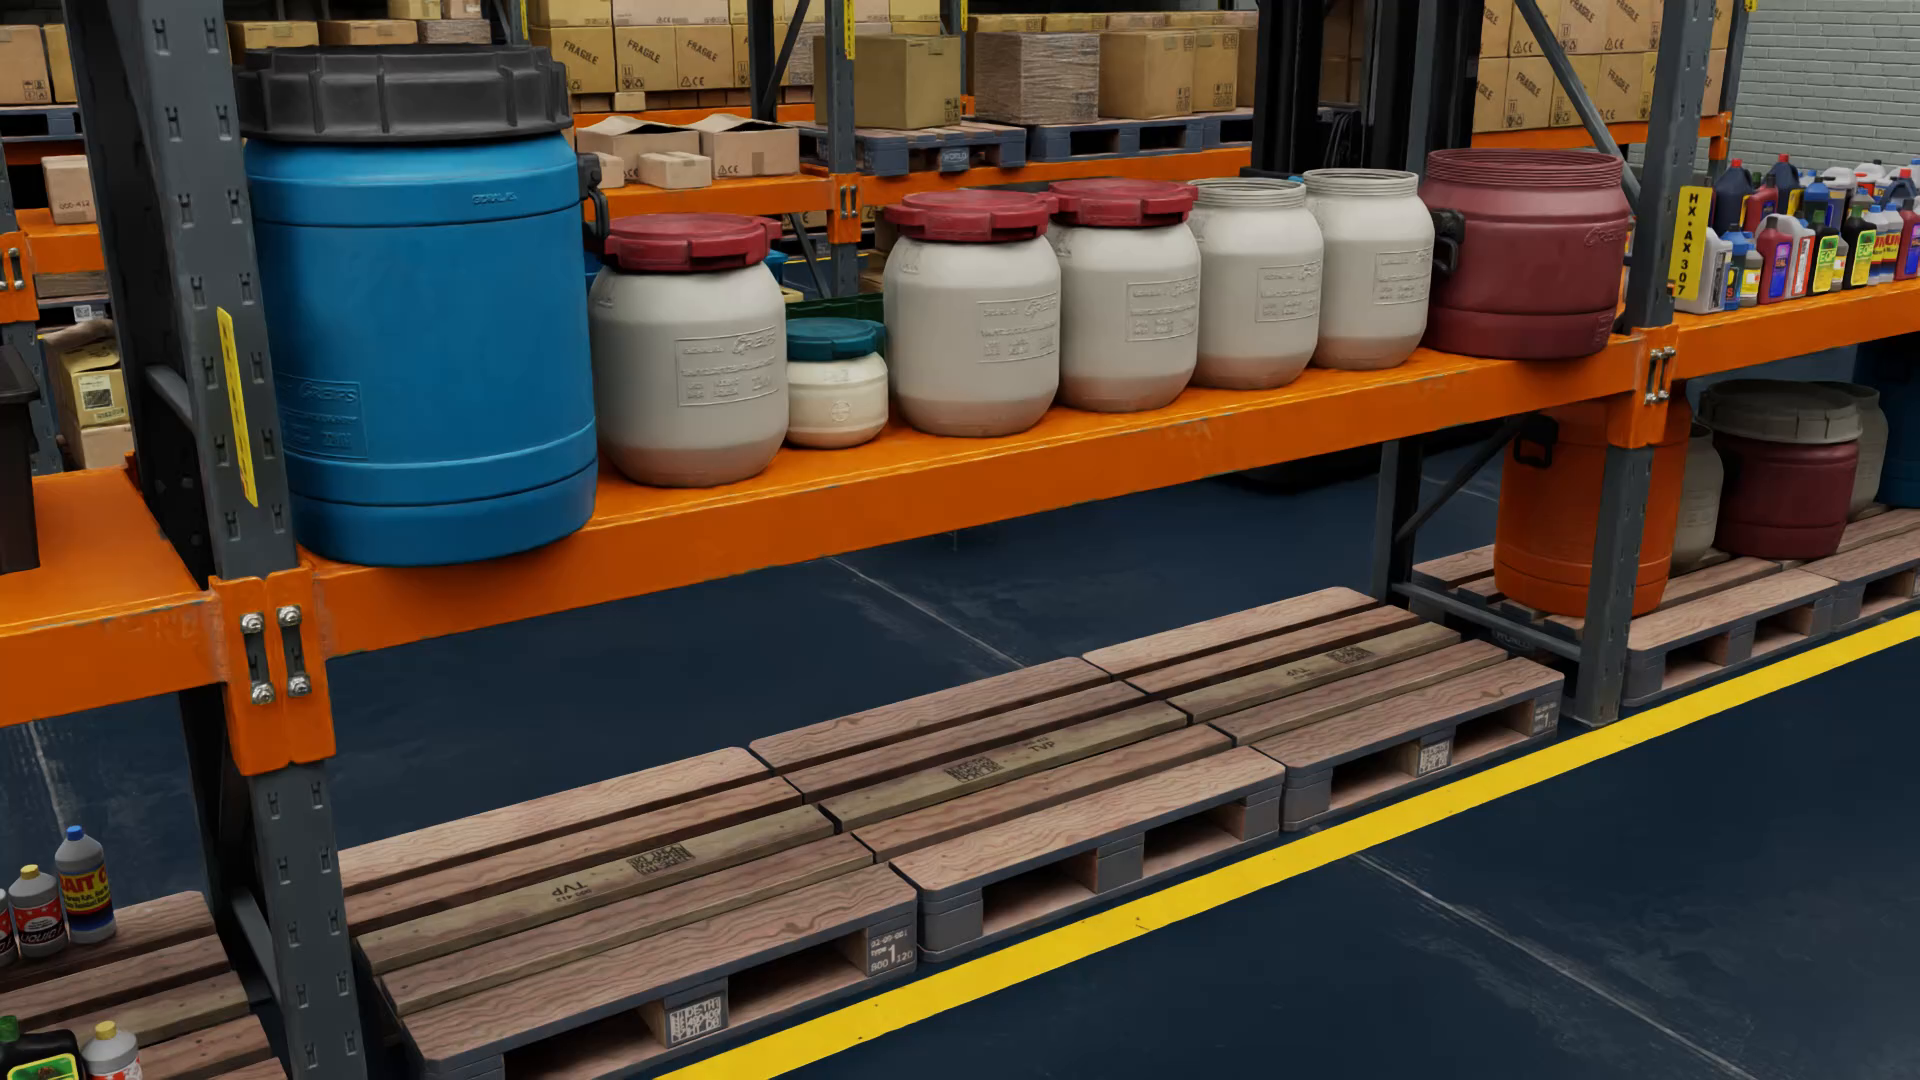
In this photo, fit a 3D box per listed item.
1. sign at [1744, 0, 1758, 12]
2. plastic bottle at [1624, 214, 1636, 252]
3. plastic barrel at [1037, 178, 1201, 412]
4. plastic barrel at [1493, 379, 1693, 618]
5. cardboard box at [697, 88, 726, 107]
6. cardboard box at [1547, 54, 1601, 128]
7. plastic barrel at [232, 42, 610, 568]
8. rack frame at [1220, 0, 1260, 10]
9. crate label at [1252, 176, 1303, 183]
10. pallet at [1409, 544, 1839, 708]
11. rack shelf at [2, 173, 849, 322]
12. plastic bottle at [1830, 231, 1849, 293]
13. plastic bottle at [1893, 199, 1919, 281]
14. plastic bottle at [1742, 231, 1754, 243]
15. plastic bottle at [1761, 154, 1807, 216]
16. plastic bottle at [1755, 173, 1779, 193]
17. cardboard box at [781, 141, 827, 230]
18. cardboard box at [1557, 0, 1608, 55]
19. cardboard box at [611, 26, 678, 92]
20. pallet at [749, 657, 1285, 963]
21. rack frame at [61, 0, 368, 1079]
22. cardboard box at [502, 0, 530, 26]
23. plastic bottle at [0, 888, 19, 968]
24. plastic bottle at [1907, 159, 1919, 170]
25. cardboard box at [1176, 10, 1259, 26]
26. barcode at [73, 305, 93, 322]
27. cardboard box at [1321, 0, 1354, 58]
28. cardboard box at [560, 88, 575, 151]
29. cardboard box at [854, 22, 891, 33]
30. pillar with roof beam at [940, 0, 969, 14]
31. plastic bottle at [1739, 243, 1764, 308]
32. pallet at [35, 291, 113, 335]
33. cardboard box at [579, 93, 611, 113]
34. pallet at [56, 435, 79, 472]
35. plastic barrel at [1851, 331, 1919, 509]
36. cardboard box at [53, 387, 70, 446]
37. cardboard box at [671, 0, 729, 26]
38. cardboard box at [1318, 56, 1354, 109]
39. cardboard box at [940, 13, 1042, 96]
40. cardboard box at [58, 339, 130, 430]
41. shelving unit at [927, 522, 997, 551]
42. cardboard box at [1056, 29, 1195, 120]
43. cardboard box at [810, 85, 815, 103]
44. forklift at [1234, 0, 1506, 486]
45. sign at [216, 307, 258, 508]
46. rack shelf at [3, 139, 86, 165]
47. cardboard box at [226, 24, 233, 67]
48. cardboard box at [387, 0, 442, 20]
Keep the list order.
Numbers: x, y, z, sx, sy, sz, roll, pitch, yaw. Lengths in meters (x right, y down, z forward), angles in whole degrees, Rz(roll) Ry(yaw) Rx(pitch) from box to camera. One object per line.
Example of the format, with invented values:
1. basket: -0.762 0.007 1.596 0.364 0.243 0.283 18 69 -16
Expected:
1. sign: 6.086 -4.225 12.757 0.005 0.325 0.100 -12 22 -31
2. plastic bottle: 2.484 -1.143 6.252 0.097 0.201 0.097 0 19 0
3. plastic barrel: 0.390 -0.619 4.180 0.433 0.535 0.433 0 19 0
4. plastic barrel: 2.237 -0.206 5.902 0.708 0.830 0.600 -12 22 -31
5. cardboard box: -2.150 -3.715 13.910 0.250 0.149 0.380 -12 22 -31
6. cardboard box: 4.301 -3.307 12.187 0.500 0.500 0.500 -12 22 -32
7. plastic barrel: -1.014 -0.464 3.151 0.708 0.901 0.600 -12 22 -31
8. rack frame: 3.070 -5.003 17.360 0.127 3.000 1.000 -12 22 -31
9. crate label: 0.859 -0.858 5.044 0.616 0.435 0.502 -12 22 -31
10. pallet: 2.473 0.227 6.244 1.213 0.211 1.003 -12 22 -31
11. rack shelf: -2.554 -1.577 8.348 4.000 0.370 1.077 -12 22 -31
12. plastic bottle: 2.986 -0.958 5.704 0.097 0.201 0.097 0 19 0
13. plastic bottle: 3.367 -1.070 5.908 0.133 0.283 0.061 -12 22 -31
14. plastic bottle: 2.679 -0.951 5.685 0.097 0.201 0.097 0 19 0
15. plastic bottle: 3.317 -1.380 6.721 0.185 0.351 0.144 -12 22 -31
16. plastic bottle: 3.194 -1.315 6.634 0.133 0.283 0.061 -12 22 -31
17. cardboard box: -1.483 -3.172 14.646 0.750 0.750 0.750 -11 22 -30
18. cardboard box: 4.296 -3.776 12.012 0.500 0.500 0.500 -11 22 -30
19. cardboard box: -2.622 -3.899 13.441 0.500 0.500 0.500 -11 22 -30
20. pallet: 0.151 0.717 4.796 1.213 0.211 1.003 -12 22 -31
21. rack frame: -1.503 -0.239 3.270 0.127 3.000 1.000 -12 22 -31
22. cardboard box: -3.375 -4.296 13.446 0.500 0.250 0.500 -11 22 -30
23. plastic bottle: -2.180 0.852 3.722 0.097 0.201 0.097 0 19 0
24. plastic bottle: 4.164 -1.530 7.289 0.097 0.271 0.097 0 19 0
25. cardboard box: 2.650 -5.053 17.038 0.700 0.700 0.980 -11 21 -29
26. barcode: -3.782 -0.978 7.170 0.075 0.075 0.001 -12 22 -31
27. cardboard box: 2.737 -3.654 11.651 0.500 0.500 0.500 -12 22 -31
28. cardboard box: -2.276 -2.017 8.371 0.500 0.500 0.500 -13 23 -34
29. cardboard box: -0.938 -4.255 14.496 0.500 0.500 0.500 -12 22 -31
30. pillar with roof beam: 2.206 -6.344 11.958 0.400 9.000 9.100 -12 22 -31
31. plastic bottle: 2.570 -0.870 5.445 0.097 0.201 0.097 0 19 0
32. pallet: -6.303 -1.706 11.961 1.213 0.211 1.003 -12 22 -31
33. cardboard box: -2.994 -3.523 13.342 0.250 0.149 0.380 -12 22 -31
34. pallet: -3.631 -0.384 8.052 1.213 0.211 1.003 -12 22 -31
35. plastic barrel: 4.123 -0.638 7.068 0.708 0.901 0.600 -12 22 -31
36. cardboard box: -4.038 -0.612 8.009 0.500 0.250 0.500 -12 22 -32
37. cardboard box: -2.226 -4.342 13.582 0.500 0.250 0.500 -12 22 -31
38. cardboard box: 2.733 -3.178 11.806 0.500 0.500 0.500 -11 22 -31
39. cardboard box: 0.191 -4.532 15.498 0.700 0.700 0.980 -12 22 -31
40. cardboard box: -3.742 -0.733 7.492 0.500 0.311 0.500 -12 22 -31
41. shelving unit: 0.007 -0.428 7.105 0.210 0.900 0.258 -12 22 -31
42. cardboard box: 1.015 -2.893 10.306 0.700 0.500 0.500 16 24 39
43. cardboard box: -1.265 -3.882 14.404 0.250 0.149 0.380 -12 22 -31
44. forklift: 2.289 -2.018 8.637 3.031 2.935 1.130 -15 24 -38
45. sign: -1.210 -0.222 2.784 0.005 0.325 0.100 -12 22 -31
46. rack shelf: -5.282 -2.901 12.265 4.000 0.370 1.077 -12 22 -31
47. cardboard box: -5.505 -3.447 11.913 0.500 0.500 0.700 -9 21 -24
48. cardboard box: -4.143 -4.028 12.619 0.250 0.149 0.380 -17 25 -40
